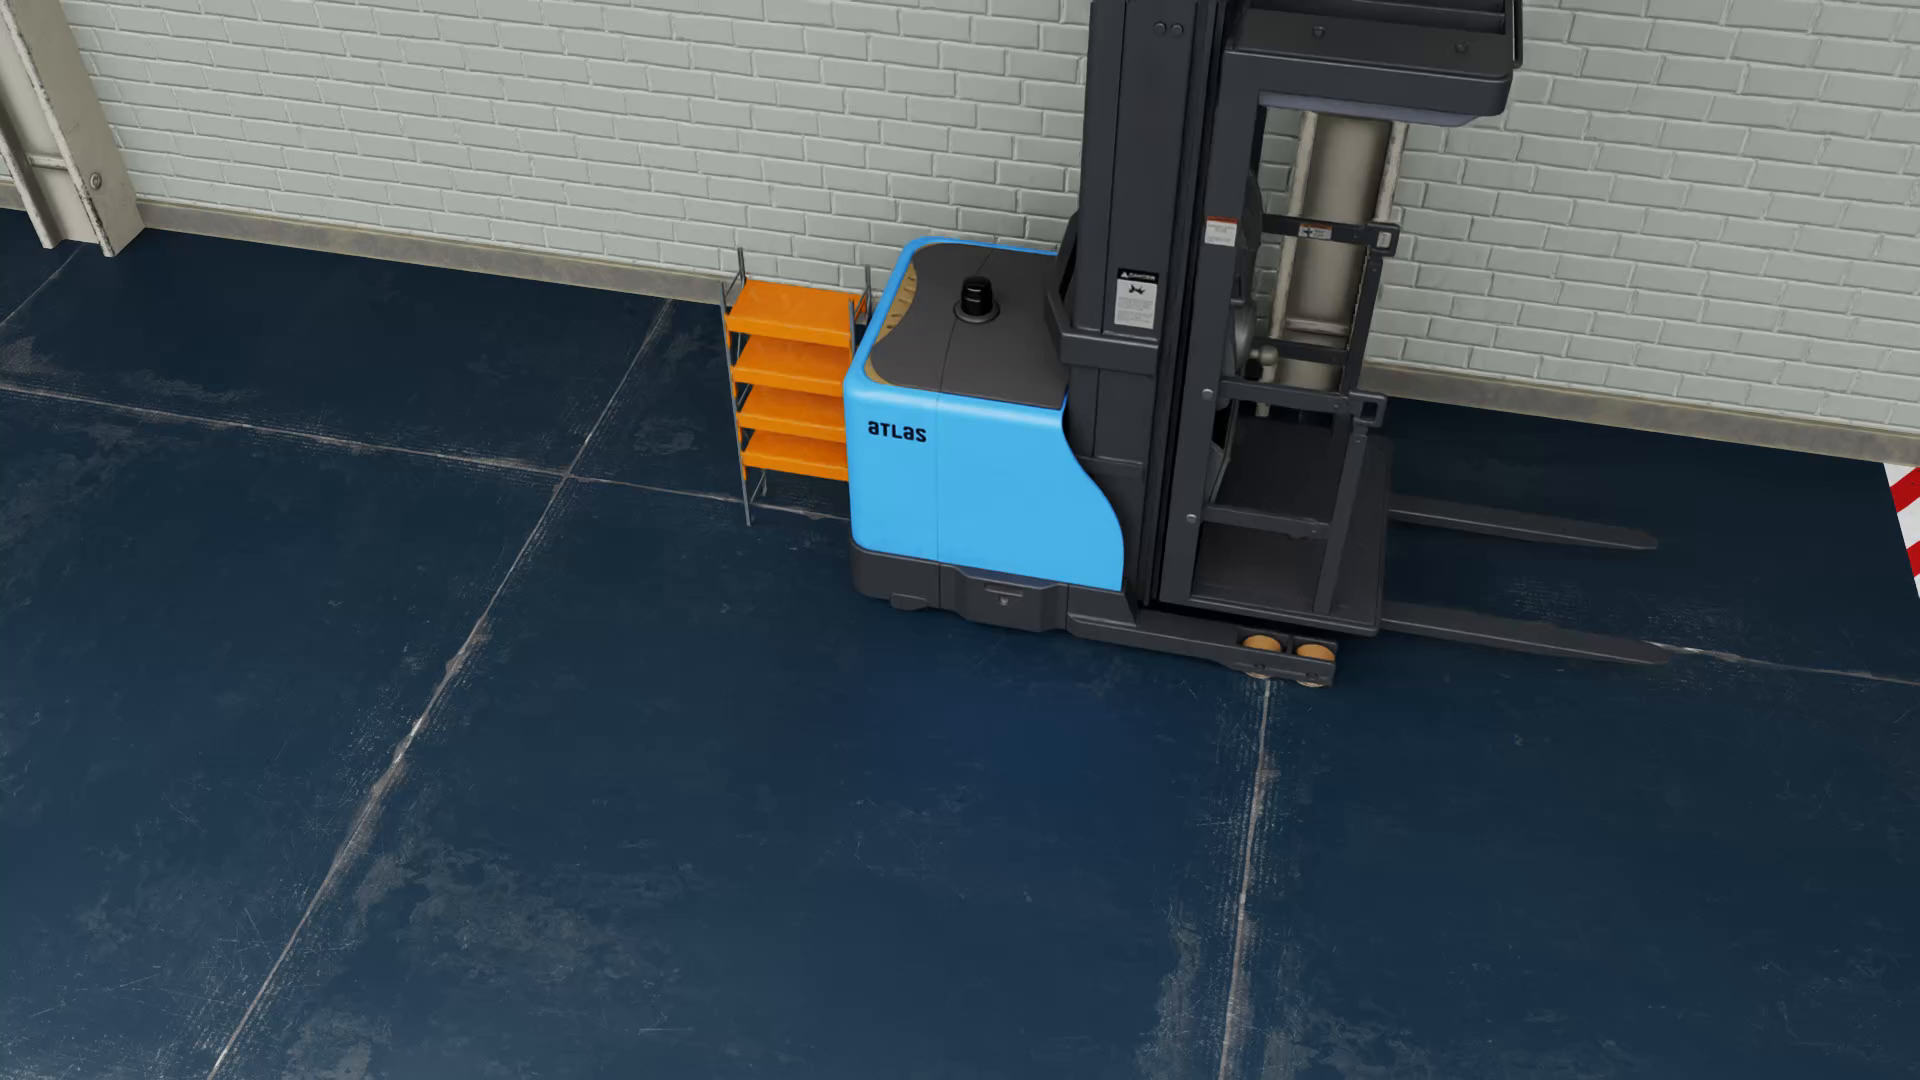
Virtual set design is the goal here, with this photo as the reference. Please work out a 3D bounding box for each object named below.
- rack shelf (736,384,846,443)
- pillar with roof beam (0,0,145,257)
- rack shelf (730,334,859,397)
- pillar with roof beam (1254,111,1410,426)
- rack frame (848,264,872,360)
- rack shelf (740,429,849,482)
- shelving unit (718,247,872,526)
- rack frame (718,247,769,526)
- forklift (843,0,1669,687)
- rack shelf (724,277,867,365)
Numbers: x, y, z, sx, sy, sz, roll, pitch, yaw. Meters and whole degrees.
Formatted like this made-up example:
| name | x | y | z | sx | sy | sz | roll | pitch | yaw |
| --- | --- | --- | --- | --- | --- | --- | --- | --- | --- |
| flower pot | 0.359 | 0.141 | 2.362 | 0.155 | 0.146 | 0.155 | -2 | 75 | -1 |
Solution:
| name | x | y | z | sx | sy | sz | roll | pitch | yaw |
| --- | --- | --- | --- | --- | --- | --- | --- | --- | --- |
| rack shelf | -0.600 | -0.483 | 6.484 | 0.480 | 0.148 | 0.258 | 9 | 45 | 9 |
| pillar with roof beam | -5.273 | -1.858 | 2.191 | 0.400 | 9.000 | 9.100 | 9 | 45 | 9 |
| rack shelf | -0.600 | -0.644 | 6.329 | 0.480 | 0.148 | 0.258 | 9 | 45 | 9 |
| pillar with roof beam | 0.582 | -0.949 | 1.247 | 0.400 | 9.000 | 9.100 | 9 | 45 | 9 |
| rack frame | -0.362 | -0.493 | 6.397 | 0.015 | 1.200 | 0.240 | 9 | 45 | 9 |
| rack shelf | -0.600 | -0.340 | 6.621 | 0.480 | 0.148 | 0.258 | 9 | 45 | 9 |
| shelving unit | -0.600 | -0.532 | 6.437 | 0.503 | 1.200 | 0.258 | 9 | 45 | 9 |
| rack frame | -0.838 | -0.570 | 6.477 | 0.015 | 1.200 | 0.240 | 9 | 45 | 9 |
| forklift | 1.148 | -0.917 | 5.589 | 3.031 | 2.935 | 1.130 | 9 | 45 | 9 |
| rack shelf | -0.600 | -0.815 | 6.164 | 0.480 | 0.148 | 0.258 | 9 | 45 | 9 |
